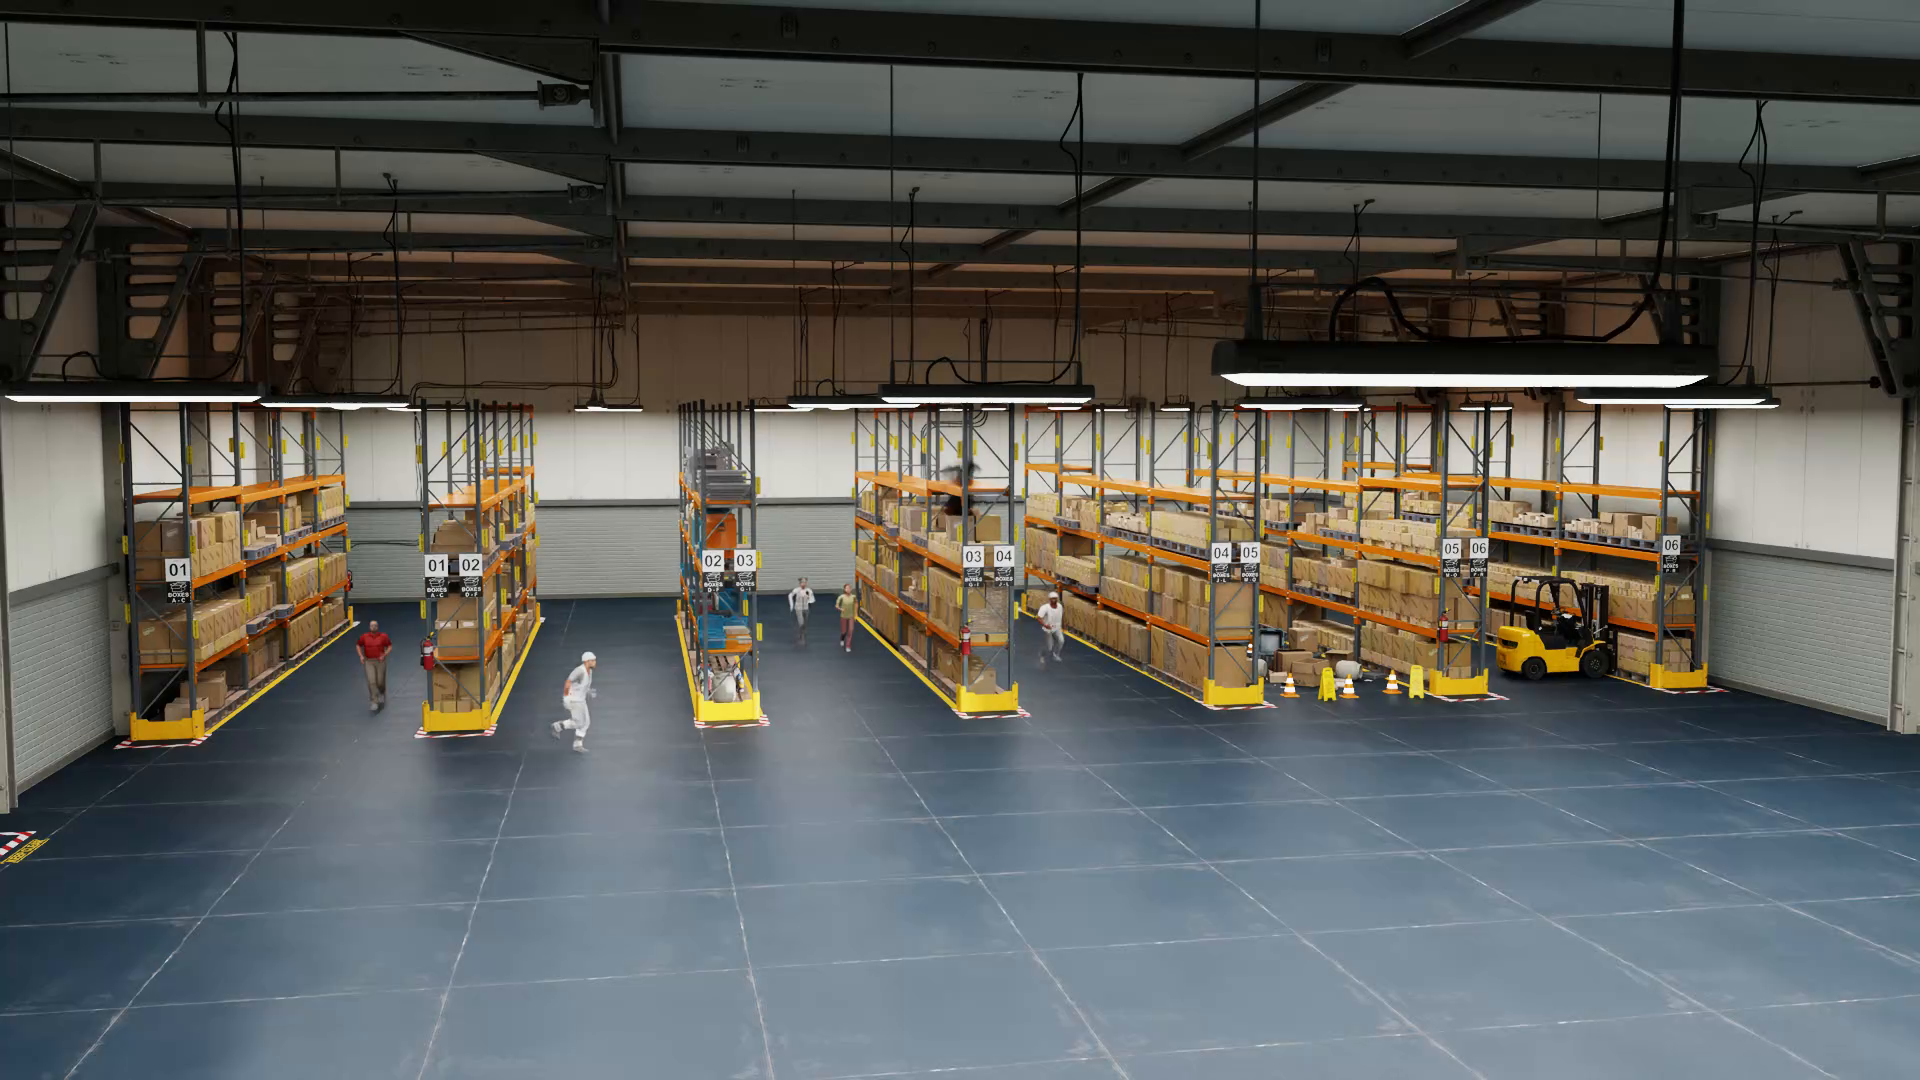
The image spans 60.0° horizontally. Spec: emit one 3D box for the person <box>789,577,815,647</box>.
[{"bbox_3d":[-3.903,1.777,41.237,0.573,1.734,0.797,-2,5,-20],"label":"person"}]

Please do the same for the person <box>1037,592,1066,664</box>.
[{"bbox_3d":[2.052,1.968,36.955,0.726,1.651,0.857,-2,5,-24],"label":"person"}]

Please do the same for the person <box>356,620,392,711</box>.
[{"bbox_3d":[-11.449,2.423,32.513,0.671,1.719,0.774,-1,5,-18],"label":"person"}]

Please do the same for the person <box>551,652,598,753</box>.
[{"bbox_3d":[-6.553,2.753,28.294,0.837,1.716,0.655,0,4,4],"label":"person"}]

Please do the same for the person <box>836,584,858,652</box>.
[{"bbox_3d":[-2.725,1.868,40.237,0.583,1.634,0.701,-1,4,-16],"label":"person"}]
